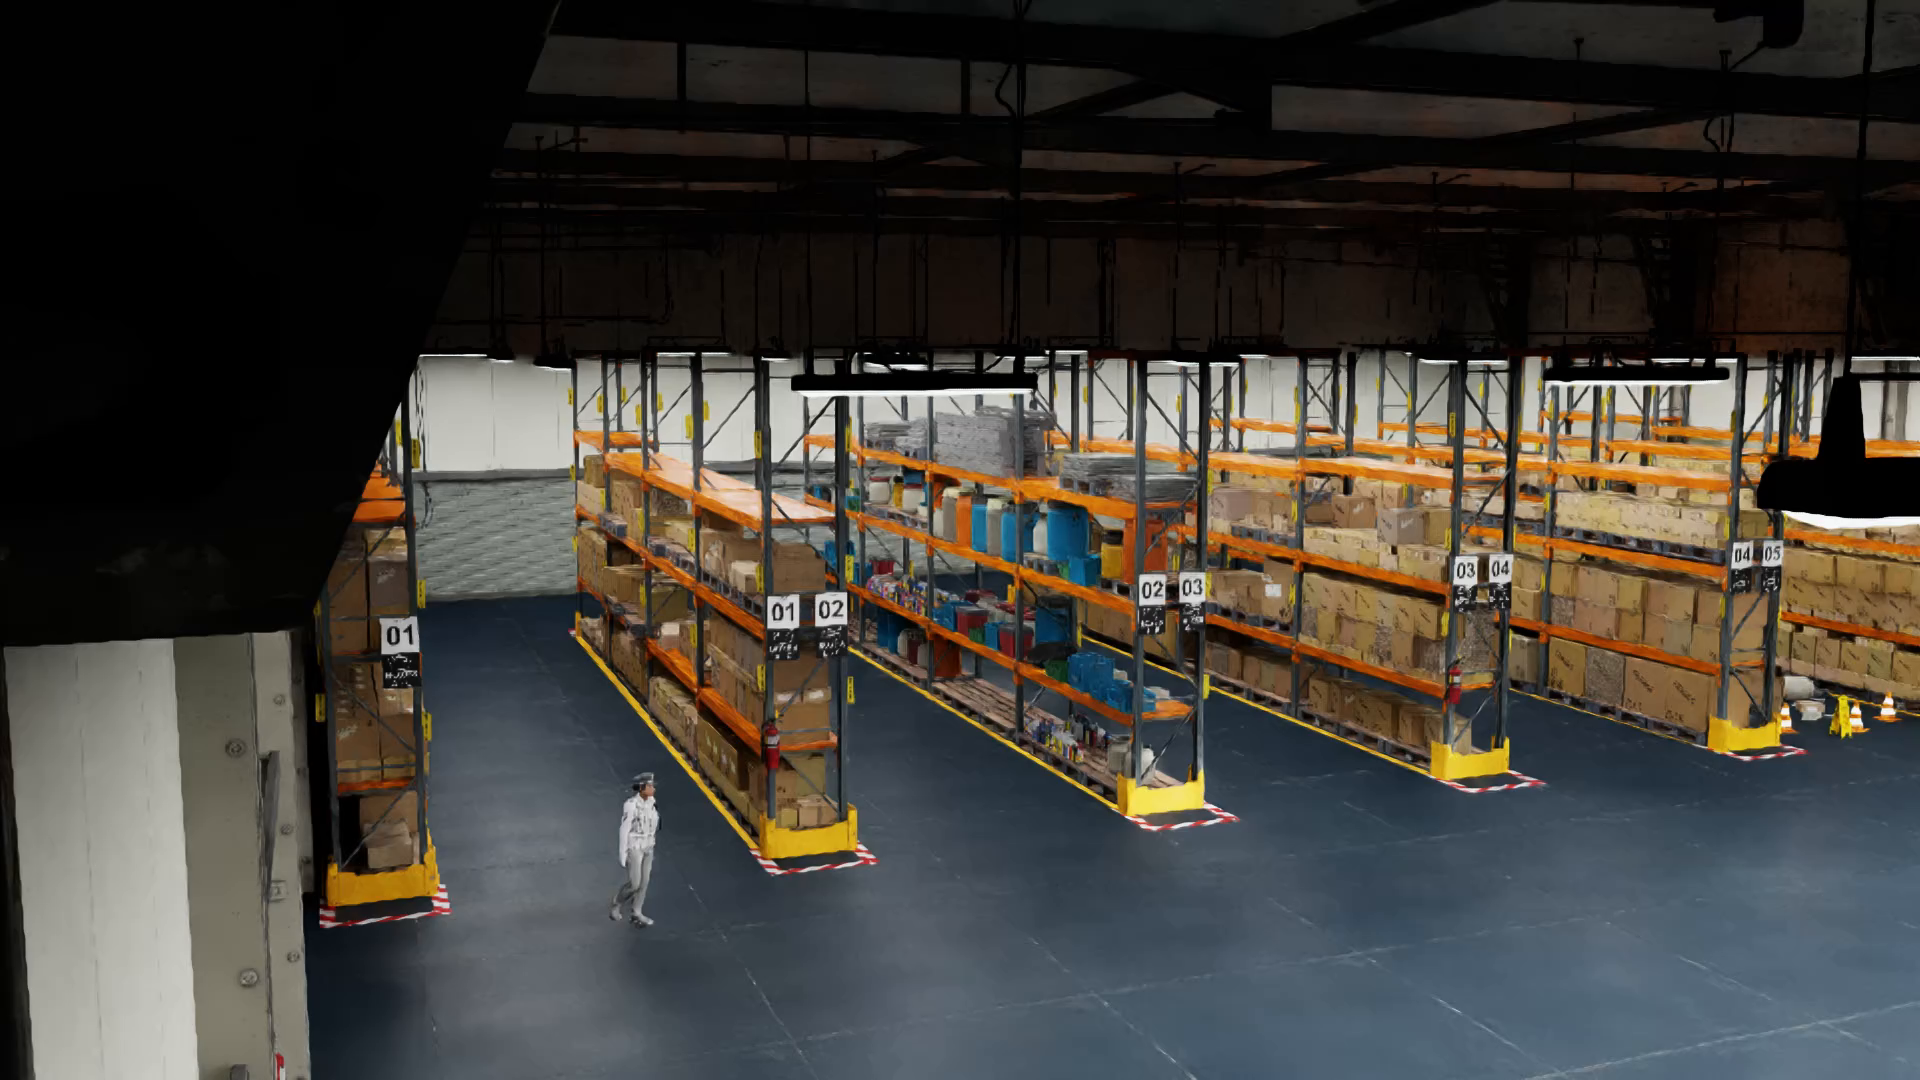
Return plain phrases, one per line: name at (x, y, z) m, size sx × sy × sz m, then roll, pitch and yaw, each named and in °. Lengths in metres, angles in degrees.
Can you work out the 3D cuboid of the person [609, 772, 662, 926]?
person at (-3.494, 3.298, 17.844) m, size 0.522 × 1.671 × 0.533 m, roll 4°, pitch 8°, yaw 32°
